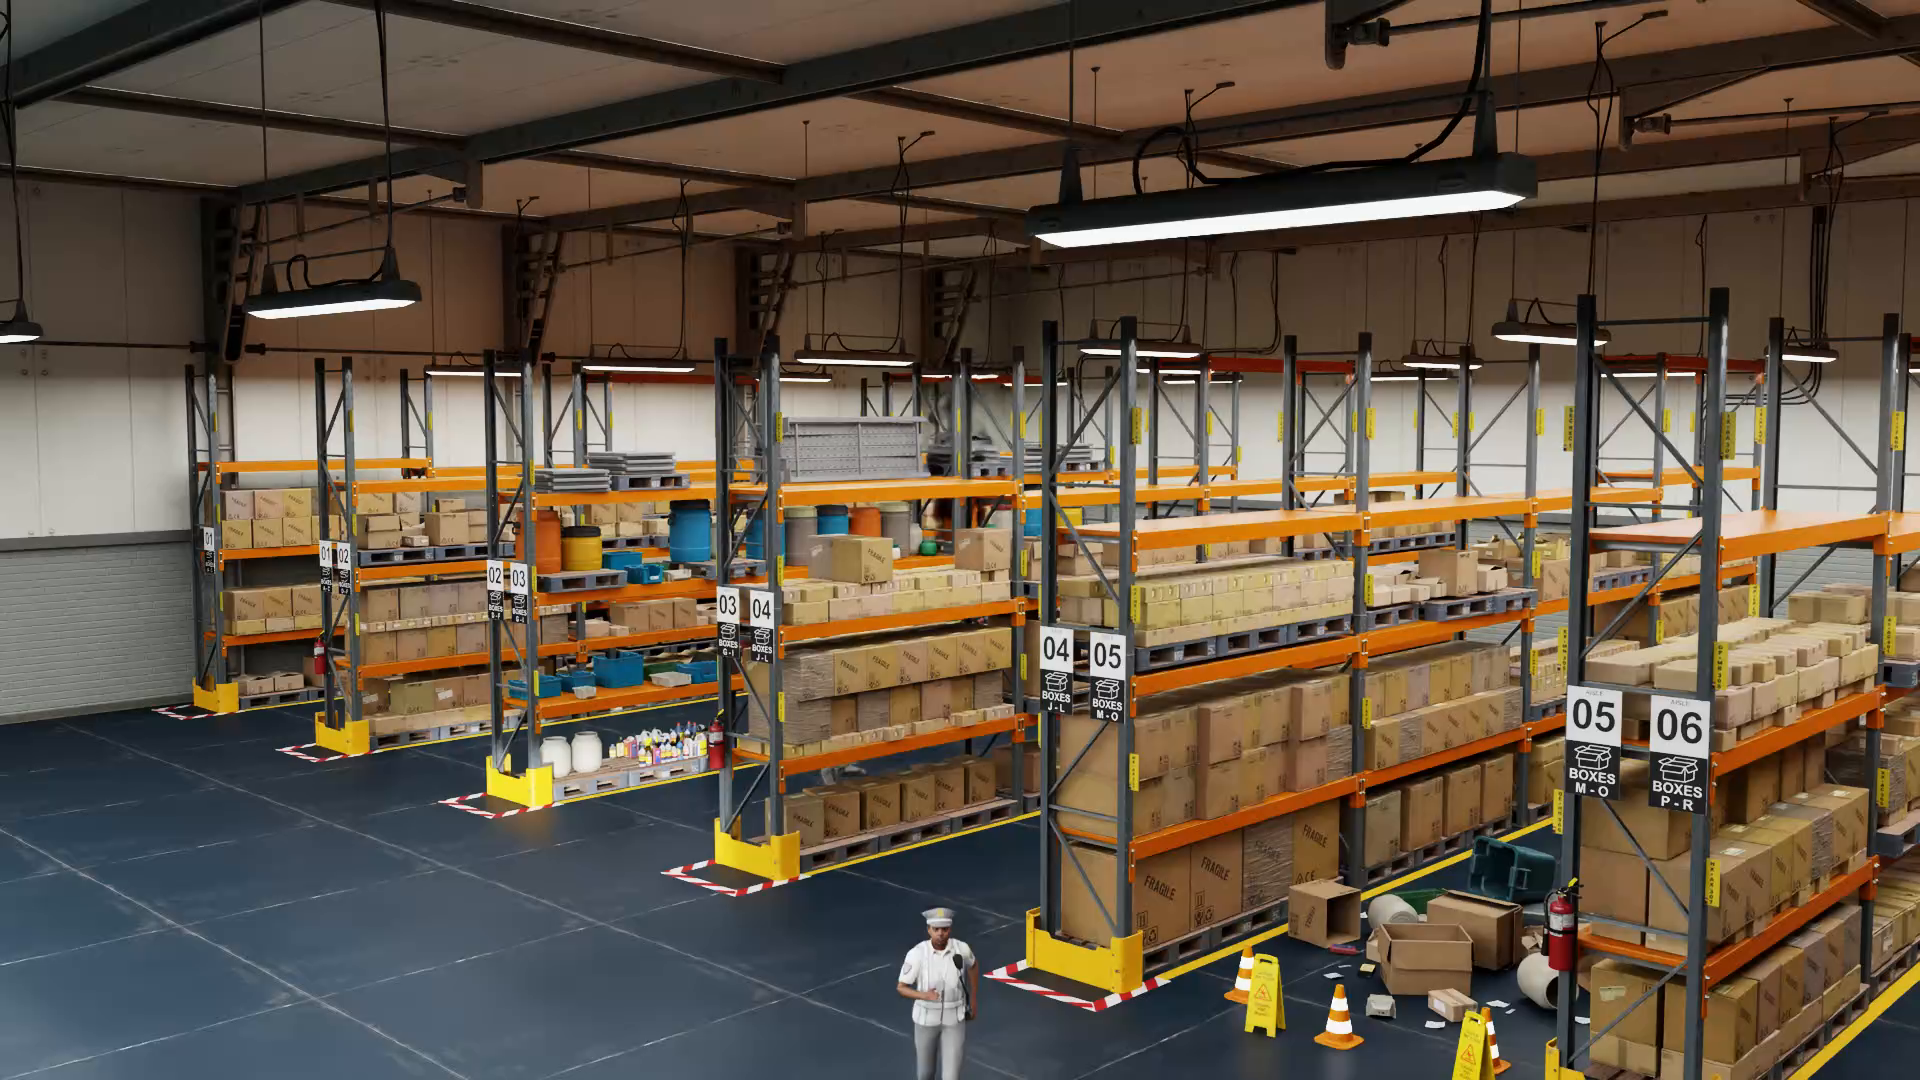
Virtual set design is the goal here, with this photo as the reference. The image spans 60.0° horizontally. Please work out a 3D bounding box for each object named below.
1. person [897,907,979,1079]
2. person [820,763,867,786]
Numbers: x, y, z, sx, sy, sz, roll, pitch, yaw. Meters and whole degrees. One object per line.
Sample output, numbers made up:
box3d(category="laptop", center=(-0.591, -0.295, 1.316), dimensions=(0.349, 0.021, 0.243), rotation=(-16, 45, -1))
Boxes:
box3d(category="person", center=(-0.150, 3.400, 11.735), dimensions=(0.604, 1.698, 0.900), rotation=(0, 4, -6))
box3d(category="person", center=(-1.580, 2.623, 21.896), dimensions=(0.680, 1.762, 0.802), rotation=(3, 5, 36))
